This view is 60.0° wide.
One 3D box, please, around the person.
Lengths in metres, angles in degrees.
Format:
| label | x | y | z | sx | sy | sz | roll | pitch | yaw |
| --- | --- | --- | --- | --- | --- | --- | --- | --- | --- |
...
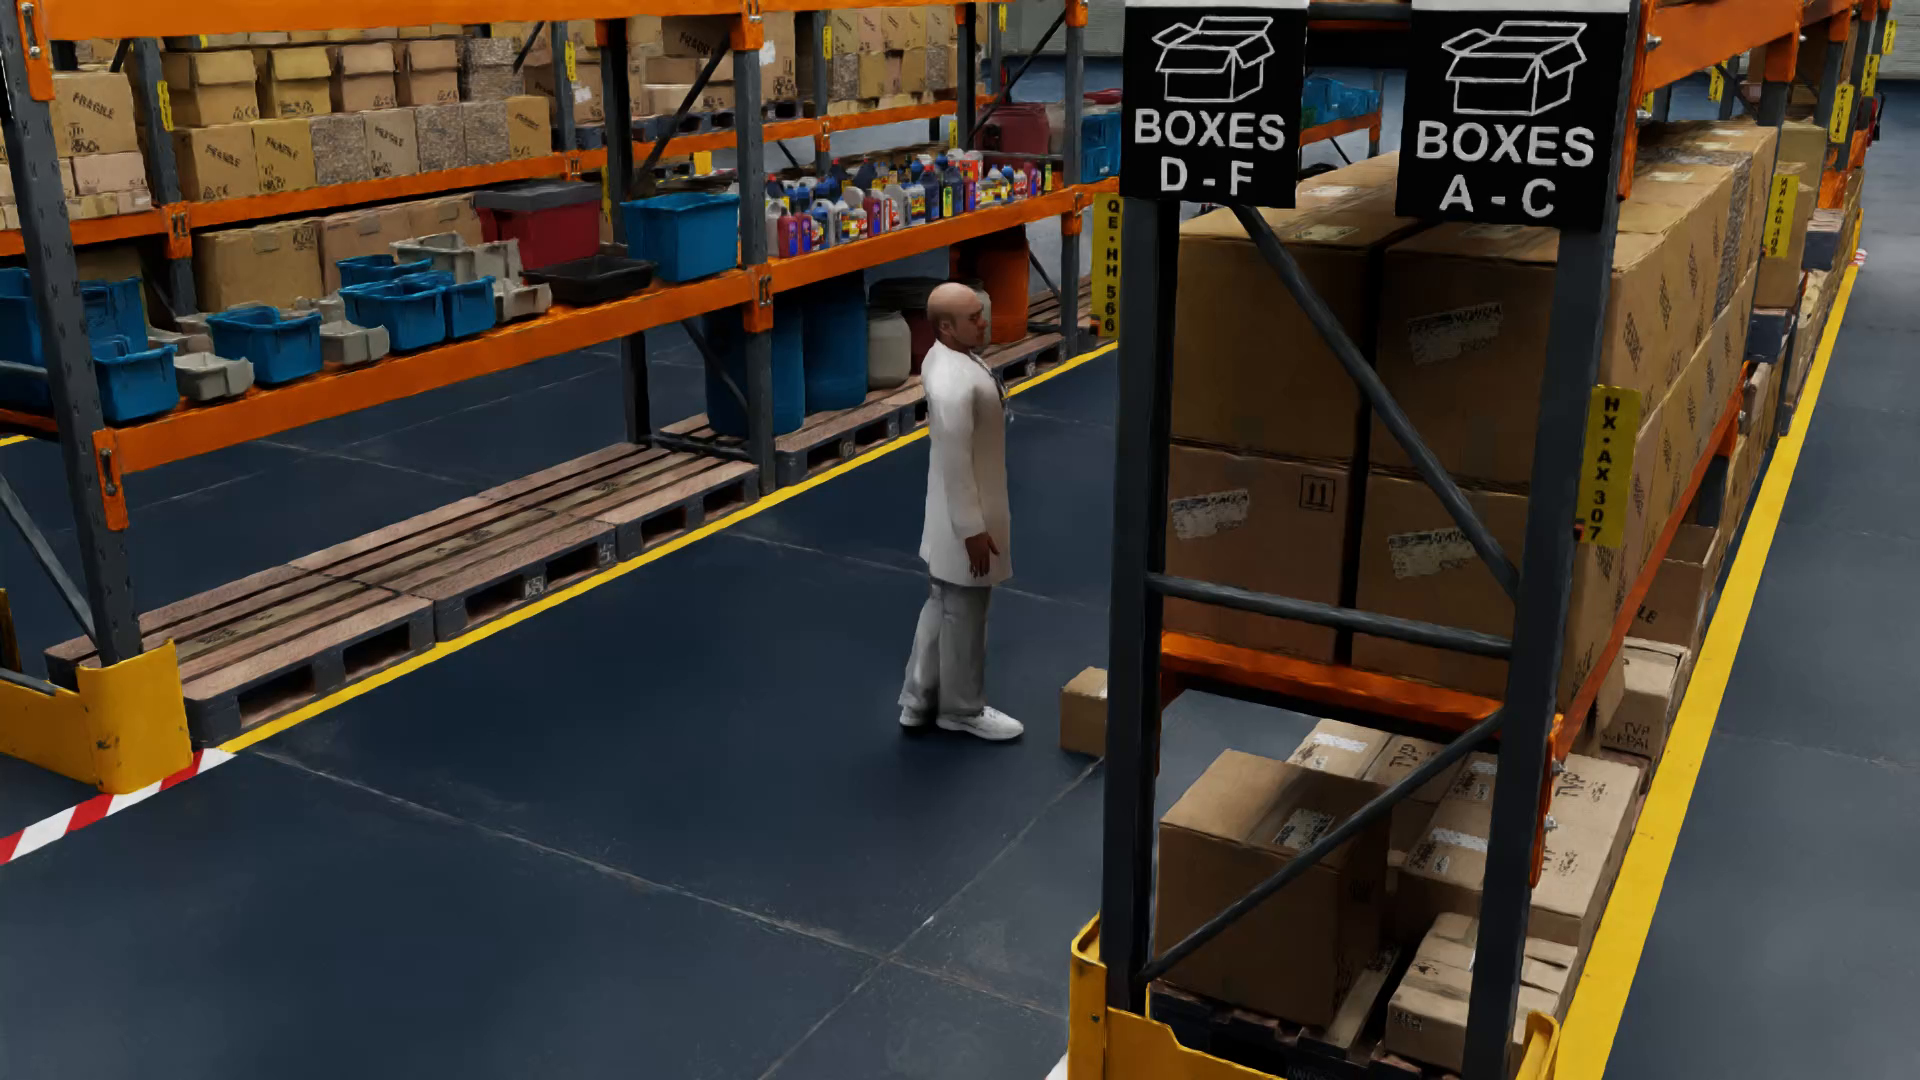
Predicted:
| label | x | y | z | sx | sy | sz | roll | pitch | yaw |
| --- | --- | --- | --- | --- | --- | --- | --- | --- | --- |
| person | -0.010 | -0.114 | 6.365 | 0.485 | 1.763 | 0.629 | -2 | 19 | -7 |
